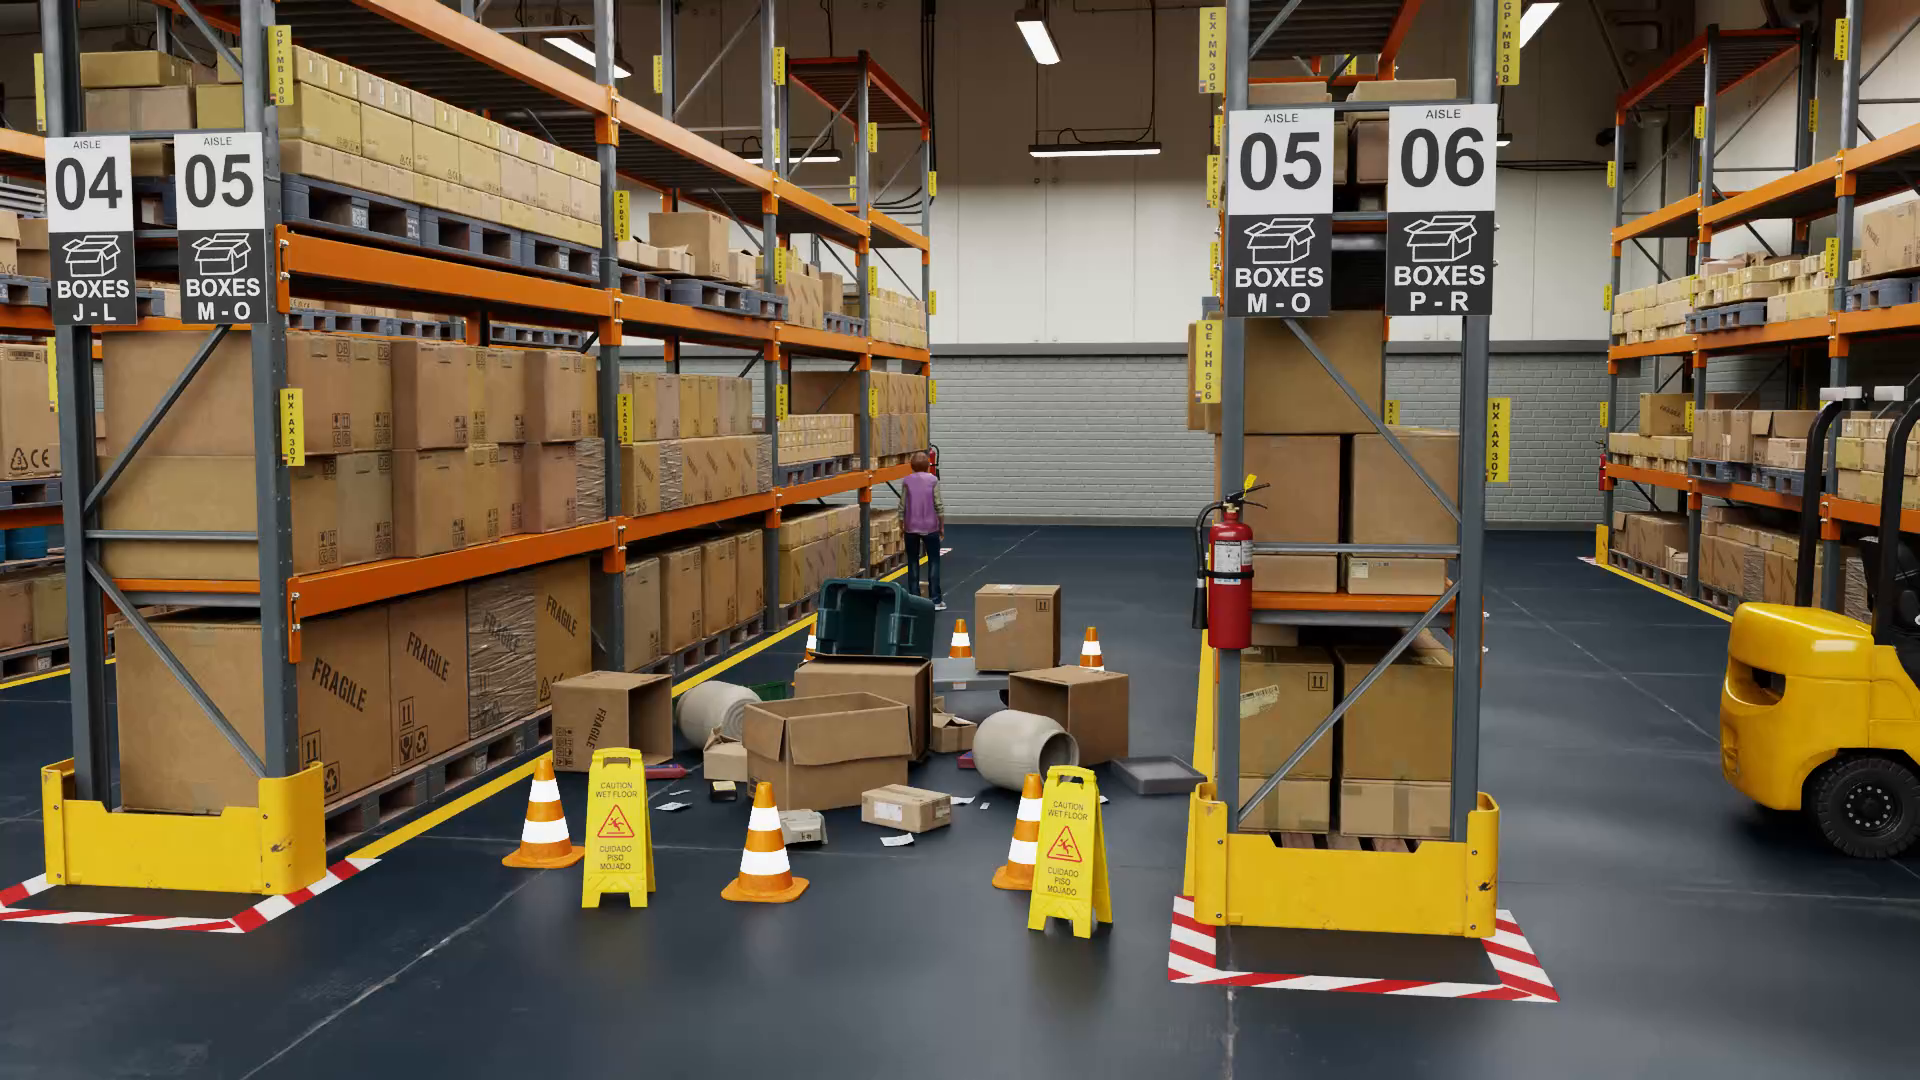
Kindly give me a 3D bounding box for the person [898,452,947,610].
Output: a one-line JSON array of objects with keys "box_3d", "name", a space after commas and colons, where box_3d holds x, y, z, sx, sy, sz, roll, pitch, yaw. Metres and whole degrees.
[{"box_3d": [-0.382, -0.088, 16.703, 0.478, 1.593, 0.368, 1, 5, 7], "name": "person"}]
